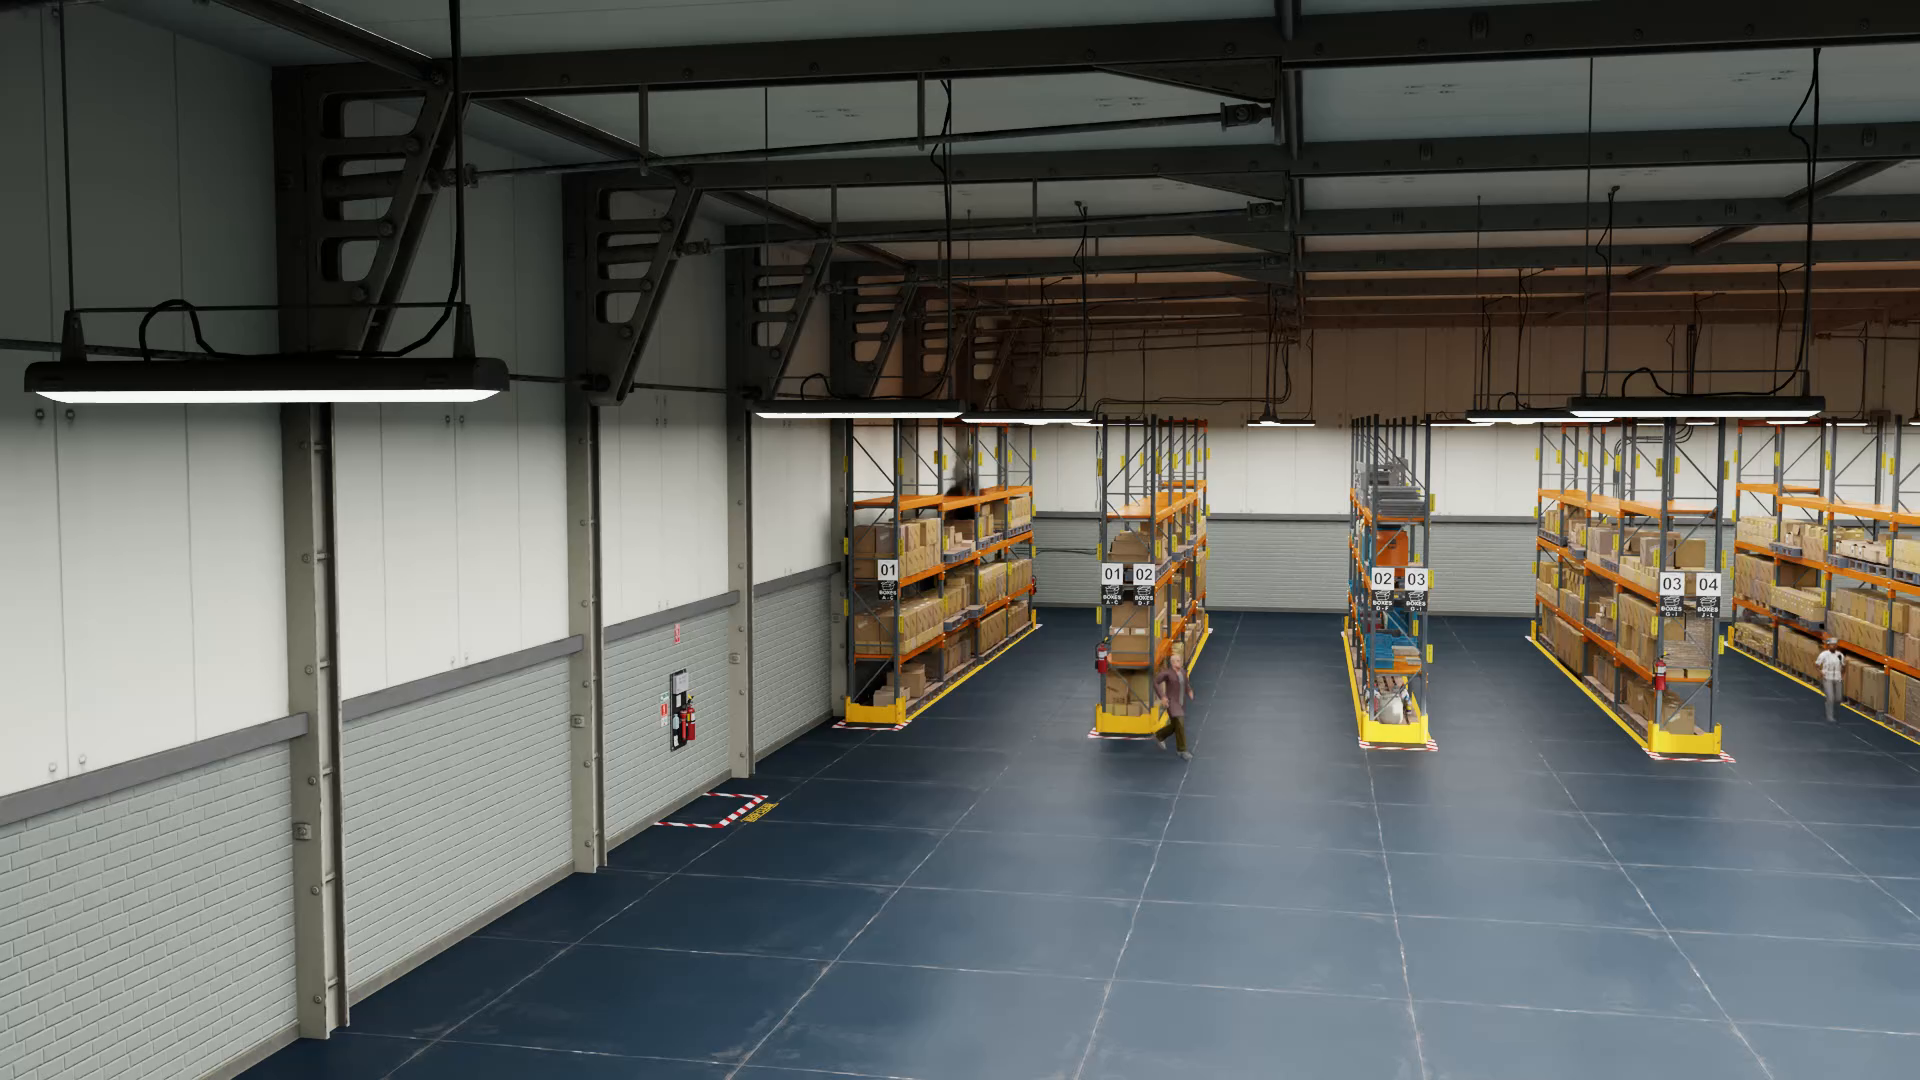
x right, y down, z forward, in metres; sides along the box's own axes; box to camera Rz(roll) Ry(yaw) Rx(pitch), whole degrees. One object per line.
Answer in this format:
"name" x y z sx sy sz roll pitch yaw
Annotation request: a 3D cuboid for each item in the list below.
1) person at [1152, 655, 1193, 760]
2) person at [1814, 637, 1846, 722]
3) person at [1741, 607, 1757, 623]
"person" 3.747 2.897 29.191 0.717 1.788 0.984 -4 5 -43
"person" 17.076 2.722 32.624 0.578 1.653 0.644 1 4 9
"person" 21.389 1.869 45.116 0.584 1.676 0.699 0 4 0
